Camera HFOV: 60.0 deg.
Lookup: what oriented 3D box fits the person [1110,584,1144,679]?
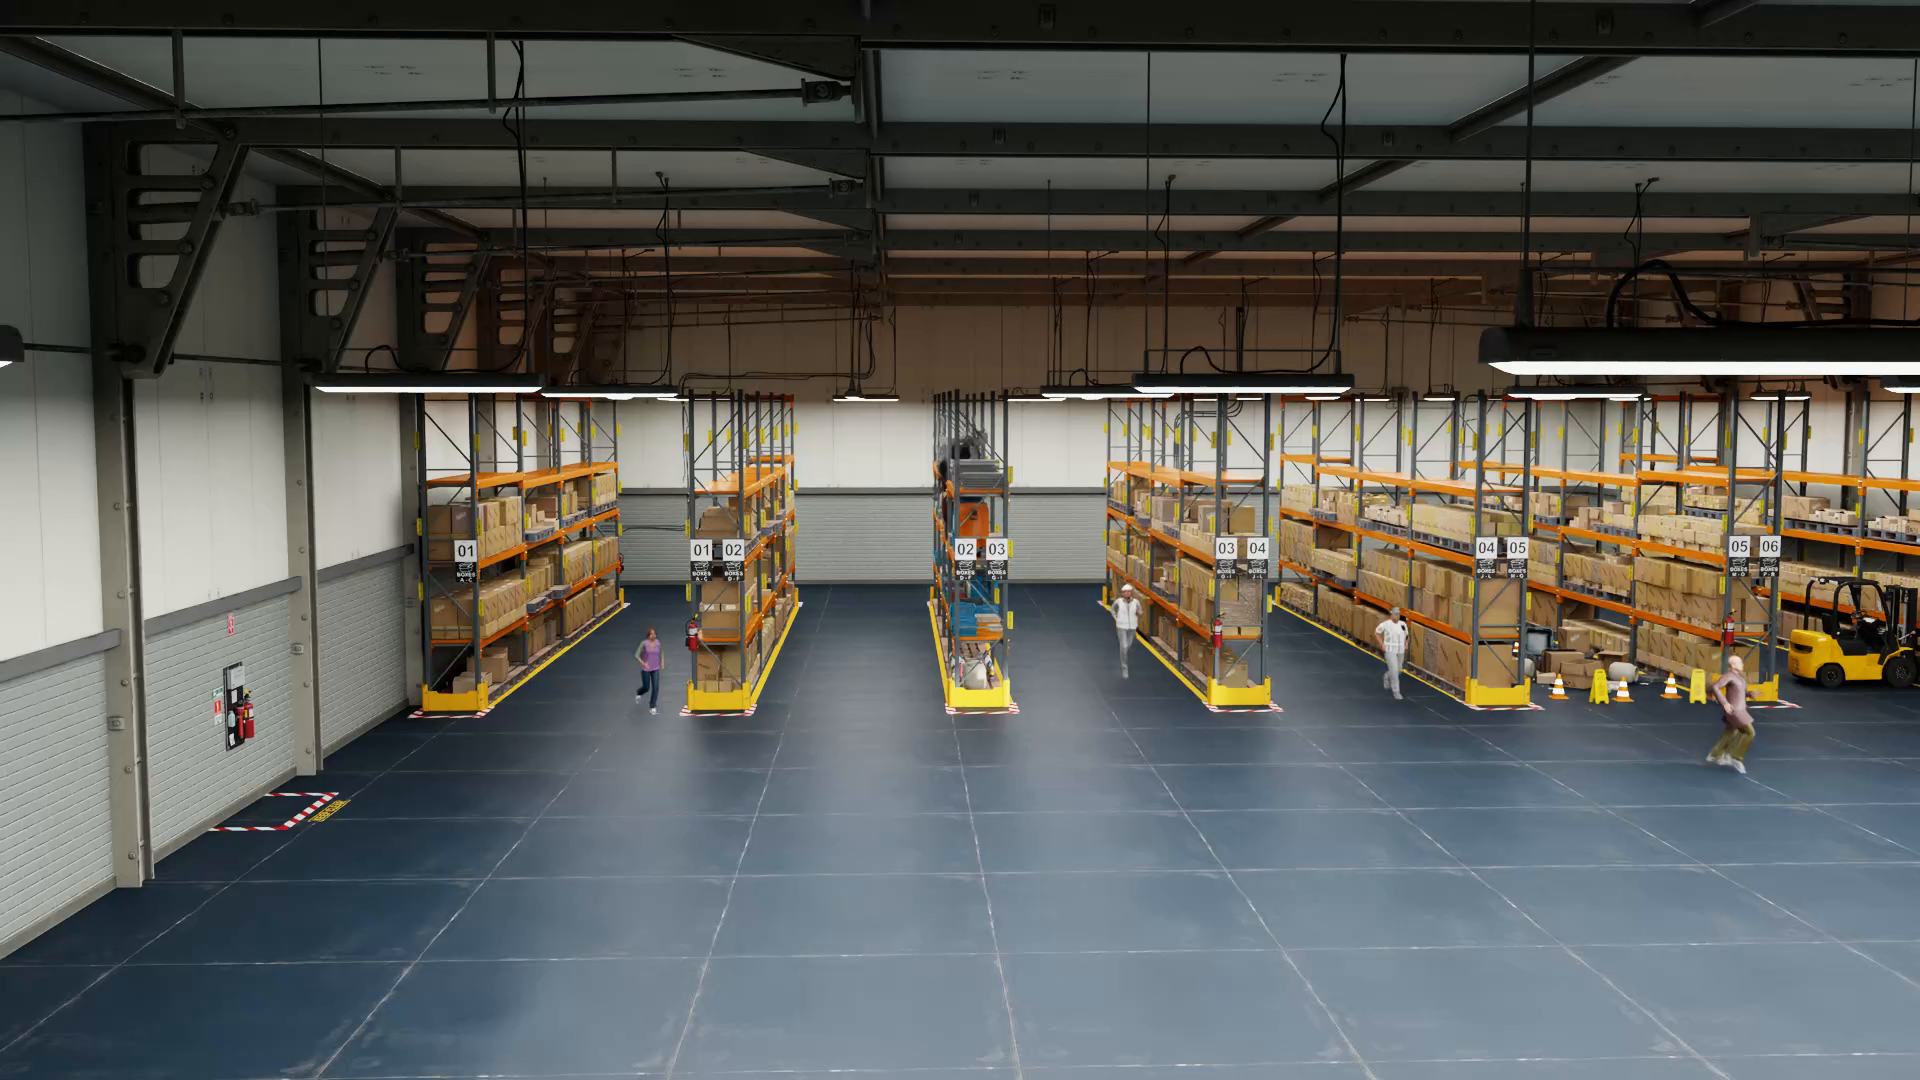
[{"bbox_3d":[3.397,1.829,33.629,0.628,1.881,0.750,-1,5,-12],"label":"person"}]

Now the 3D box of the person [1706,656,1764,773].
[{"bbox_3d":[12.118,2.723,25.995,0.797,1.823,0.671,3,6,33],"label":"person"}]

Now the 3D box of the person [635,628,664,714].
[{"bbox_3d":[-5.785,2.430,31.025,0.585,1.596,0.704,-3,6,-33],"label":"person"}]

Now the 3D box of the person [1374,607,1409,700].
[{"bbox_3d":[8.503,2.189,32.652,0.675,1.790,0.906,-1,5,-16],"label":"person"}]
